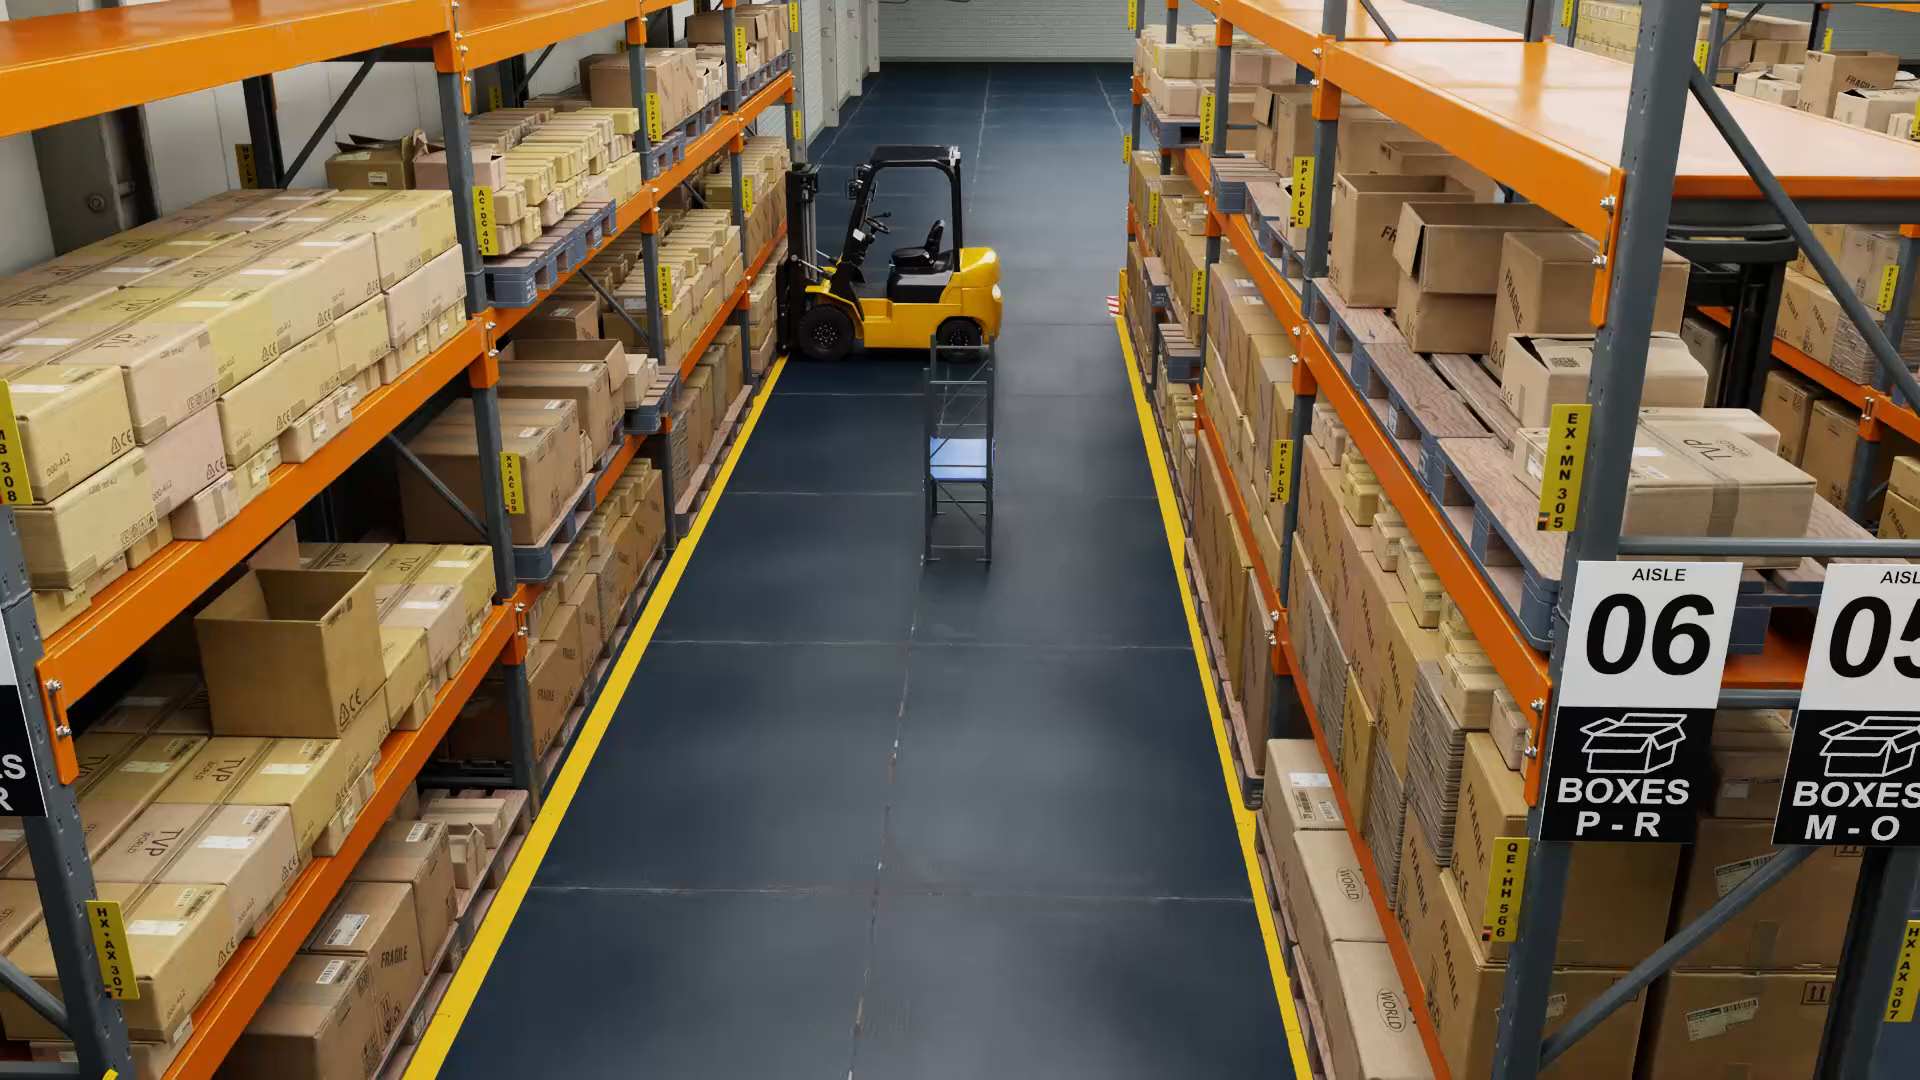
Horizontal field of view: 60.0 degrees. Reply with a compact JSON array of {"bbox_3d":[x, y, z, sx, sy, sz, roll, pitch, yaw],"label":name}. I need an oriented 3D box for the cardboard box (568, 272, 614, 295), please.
[{"bbox_3d":[-2.922,-1.993,12.983,0.380,0.149,0.250,1,21,2],"label":"cardboard box"}]

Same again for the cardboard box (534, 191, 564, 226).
[{"bbox_3d":[-2.364,-1.793,8.984,0.380,0.149,0.250,1,21,2],"label":"cardboard box"}]

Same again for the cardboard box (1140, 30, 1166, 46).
[{"bbox_3d":[2.152,-5.430,17.975,0.380,0.149,0.250,1,21,1],"label":"cardboard box"}]

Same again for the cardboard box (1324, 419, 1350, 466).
[{"bbox_3d":[1.884,-0.447,7.616,0.380,0.149,0.250,1,21,2],"label":"cardboard box"}]

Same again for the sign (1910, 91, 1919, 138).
[{"bbox_3d":[6.663,-2.949,11.512,0.100,0.325,0.005,1,21,2],"label":"sign"}]

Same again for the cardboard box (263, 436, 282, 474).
[{"bbox_3d":[-2.632,-0.298,5.851,0.380,0.149,0.250,0,21,1],"label":"cardboard box"}]

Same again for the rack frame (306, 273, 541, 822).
[{"bbox_3d":[-2.817,0.111,8.596,1.000,3.000,0.127,1,21,2],"label":"rack frame"}]

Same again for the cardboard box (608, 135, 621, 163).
[{"bbox_3d":[-2.492,-2.625,11.157,0.380,0.149,0.250,0,21,0],"label":"cardboard box"}]

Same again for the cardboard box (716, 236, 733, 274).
[{"bbox_3d":[-2.341,-2.578,15.043,0.500,0.250,0.500,0,21,0],"label":"cardboard box"}]

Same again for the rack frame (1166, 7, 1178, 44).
[{"bbox_3d":[2.388,-5.525,14.828,1.000,3.000,0.127,1,21,2],"label":"rack frame"}]

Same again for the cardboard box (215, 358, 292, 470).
[{"bbox_3d":[-2.629,-0.436,5.655,0.500,0.250,0.500,0,21,0],"label":"cardboard box"}]

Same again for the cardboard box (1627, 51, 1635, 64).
[{"bbox_3d":[7.076,-4.921,17.046,0.380,0.149,0.250,1,21,1],"label":"cardboard box"}]

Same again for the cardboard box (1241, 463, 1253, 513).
[{"bbox_3d":[1.958,-0.297,9.855,0.500,0.250,0.500,0,21,0],"label":"cardboard box"}]

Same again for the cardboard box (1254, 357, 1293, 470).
[{"bbox_3d":[1.916,-0.700,9.165,0.500,0.500,0.500,1,21,3],"label":"cardboard box"}]

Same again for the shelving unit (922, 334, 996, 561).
[{"bbox_3d":[0.003,-0.730,12.837,0.538,1.500,1.048,1,21,2],"label":"shelving unit"}]

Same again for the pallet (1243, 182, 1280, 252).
[{"bbox_3d":[2.269,-1.954,10.034,1.003,0.211,1.213,2,21,4],"label":"pallet"}]

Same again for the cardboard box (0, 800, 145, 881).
[{"bbox_3d":[-3.173,1.133,5.758,0.500,0.250,0.500,1,21,2],"label":"cardboard box"}]

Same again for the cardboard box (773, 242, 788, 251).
[{"bbox_3d":[-2.163,-3.253,19.104,0.500,0.250,0.500,1,21,3],"label":"cardboard box"}]

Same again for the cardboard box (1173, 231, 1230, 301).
[{"bbox_3d":[2.022,-2.200,13.422,0.500,0.500,0.500,-1,21,-2],"label":"cardboard box"}]

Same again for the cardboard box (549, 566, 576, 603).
[{"bbox_3d":[-2.572,0.269,10.169,0.380,0.149,0.250,1,21,1],"label":"cardboard box"}]

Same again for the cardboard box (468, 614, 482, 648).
[{"bbox_3d":[-2.560,0.441,8.093,0.380,0.149,0.250,1,21,3],"label":"cardboard box"}]

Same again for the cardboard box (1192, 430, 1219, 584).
[{"bbox_3d":[2.163,-0.238,11.853,0.875,0.875,0.875,0,21,1],"label":"cardboard box"}]

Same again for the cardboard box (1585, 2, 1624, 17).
[{"bbox_3d":[7.124,-5.844,18.323,0.380,0.149,0.250,1,21,2],"label":"cardboard box"}]

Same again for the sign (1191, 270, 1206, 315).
[{"bbox_3d":[1.724,-1.787,11.997,0.100,0.325,0.005,1,21,2],"label":"sign"}]

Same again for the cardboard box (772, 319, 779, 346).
[{"bbox_3d":[-2.227,-2.236,17.866,0.500,0.250,0.500,1,21,3],"label":"cardboard box"}]

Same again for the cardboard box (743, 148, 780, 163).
[{"bbox_3d":[-2.188,-4.214,18.298,0.380,0.149,0.250,1,21,3],"label":"cardboard box"}]

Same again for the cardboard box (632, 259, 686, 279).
[{"bbox_3d":[-2.429,-2.172,13.444,0.380,0.149,0.250,1,21,2],"label":"cardboard box"}]

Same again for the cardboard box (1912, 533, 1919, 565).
[{"bbox_3d":[6.929,0.140,11.395,0.500,0.500,0.500,1,21,2],"label":"cardboard box"}]

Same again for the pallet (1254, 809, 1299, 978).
[{"bbox_3d":[2.044,1.739,8.256,1.003,0.211,1.213,1,21,2],"label":"pallet"}]

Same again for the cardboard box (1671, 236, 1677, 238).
[{"bbox_3d":[7.338,-2.914,16.184,0.875,0.550,0.550,1,21,2],"label":"cardboard box"}]

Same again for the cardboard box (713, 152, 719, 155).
[{"bbox_3d":[-2.823,-4.128,18.074,0.380,0.149,0.250,0,21,0],"label":"cardboard box"}]

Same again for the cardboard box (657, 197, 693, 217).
[{"bbox_3d":[-2.820,-3.249,16.222,0.380,0.149,0.250,1,21,1],"label":"cardboard box"}]

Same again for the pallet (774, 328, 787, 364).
[{"bbox_3d":[-2.473,-2.211,18.434,1.003,0.211,1.213,1,21,2],"label":"pallet"}]

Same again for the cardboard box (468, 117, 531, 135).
[{"bbox_3d":[-3.025,-2.678,10.881,0.380,0.149,0.250,1,21,1],"label":"cardboard box"}]

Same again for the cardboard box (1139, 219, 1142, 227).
[{"bbox_3d":[2.182,-3.565,18.417,0.380,0.149,0.250,1,21,3],"label":"cardboard box"}]

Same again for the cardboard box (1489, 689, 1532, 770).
[{"bbox_3d":[1.818,0.572,4.992,0.380,0.149,0.250,1,21,3],"label":"cardboard box"}]

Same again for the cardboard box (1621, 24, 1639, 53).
[{"bbox_3d":[7.145,-5.147,17.078,0.500,0.250,0.500,1,21,1],"label":"cardboard box"}]

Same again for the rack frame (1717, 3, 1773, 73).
[{"bbox_3d":[7.342,-5.507,14.782,0.949,2.616,0.053,1,21,2],"label":"rack frame"}]

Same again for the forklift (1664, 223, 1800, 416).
[{"bbox_3d":[4.606,-0.835,11.128,1.130,2.935,3.031,1,21,2],"label":"forklift"}]

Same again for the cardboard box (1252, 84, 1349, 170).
[{"bbox_3d":[2.406,-2.786,11.193,0.797,0.503,0.637,-1,21,-2],"label":"cardboard box"}]

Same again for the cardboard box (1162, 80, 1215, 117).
[{"bbox_3d":[1.962,-3.680,13.846,0.500,0.250,0.500,0,21,1],"label":"cardboard box"}]

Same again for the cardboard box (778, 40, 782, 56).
[{"bbox_3d":[-2.173,-5.448,18.406,0.380,0.149,0.250,0,21,0],"label":"cardboard box"}]

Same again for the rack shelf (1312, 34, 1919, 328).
[{"bbox_3d":[2.084,-1.387,5.712,1.077,0.370,4.000,1,21,2],"label":"rack shelf"}]

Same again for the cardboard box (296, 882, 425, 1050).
[{"bbox_3d":[-2.644,1.808,7.097,0.500,0.500,0.500,1,21,3],"label":"cardboard box"}]

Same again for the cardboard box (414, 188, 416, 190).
[{"bbox_3d":[-2.939,-1.754,8.473,0.380,0.149,0.250,1,21,2],"label":"cardboard box"}]

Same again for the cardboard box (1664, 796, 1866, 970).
[{"bbox_3d":[2.323,0.928,4.971,0.500,0.500,0.500,0,21,0],"label":"cardboard box"}]

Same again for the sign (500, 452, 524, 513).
[{"bbox_3d":[-2.274,-0.289,8.431,0.100,0.325,0.005,1,21,2],"label":"sign"}]

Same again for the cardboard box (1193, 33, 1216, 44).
[{"bbox_3d":[2.651,-5.243,17.492,0.380,0.149,0.250,0,21,0],"label":"cardboard box"}]

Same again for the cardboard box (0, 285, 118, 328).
[{"bbox_3d":[-3.182,-0.681,5.596,0.500,0.250,0.500,1,21,2],"label":"cardboard box"}]

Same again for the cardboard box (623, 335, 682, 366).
[{"bbox_3d":[-2.437,-1.423,12.757,0.500,0.250,0.500,1,21,2],"label":"cardboard box"}]

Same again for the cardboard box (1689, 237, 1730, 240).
[{"bbox_3d":[7.054,-2.570,15.366,0.500,0.500,0.500,1,21,2],"label":"cardboard box"}]

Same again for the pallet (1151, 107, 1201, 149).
[{"bbox_3d":[2.235,-3.442,13.866,1.213,0.211,1.003,1,21,2],"label":"pallet"}]

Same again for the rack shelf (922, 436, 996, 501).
[{"bbox_3d":[0.003,-0.562,12.902,0.538,0.185,1.000,1,21,2],"label":"rack shelf"}]

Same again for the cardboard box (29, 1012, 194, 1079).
[{"bbox_3d":[-2.654,1.559,5.212,0.380,0.149,0.250,0,21,1],"label":"cardboard box"}]

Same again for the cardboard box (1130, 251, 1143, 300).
[{"bbox_3d":[2.197,-2.951,18.673,0.500,0.500,0.500,0,21,0],"label":"cardboard box"}]
